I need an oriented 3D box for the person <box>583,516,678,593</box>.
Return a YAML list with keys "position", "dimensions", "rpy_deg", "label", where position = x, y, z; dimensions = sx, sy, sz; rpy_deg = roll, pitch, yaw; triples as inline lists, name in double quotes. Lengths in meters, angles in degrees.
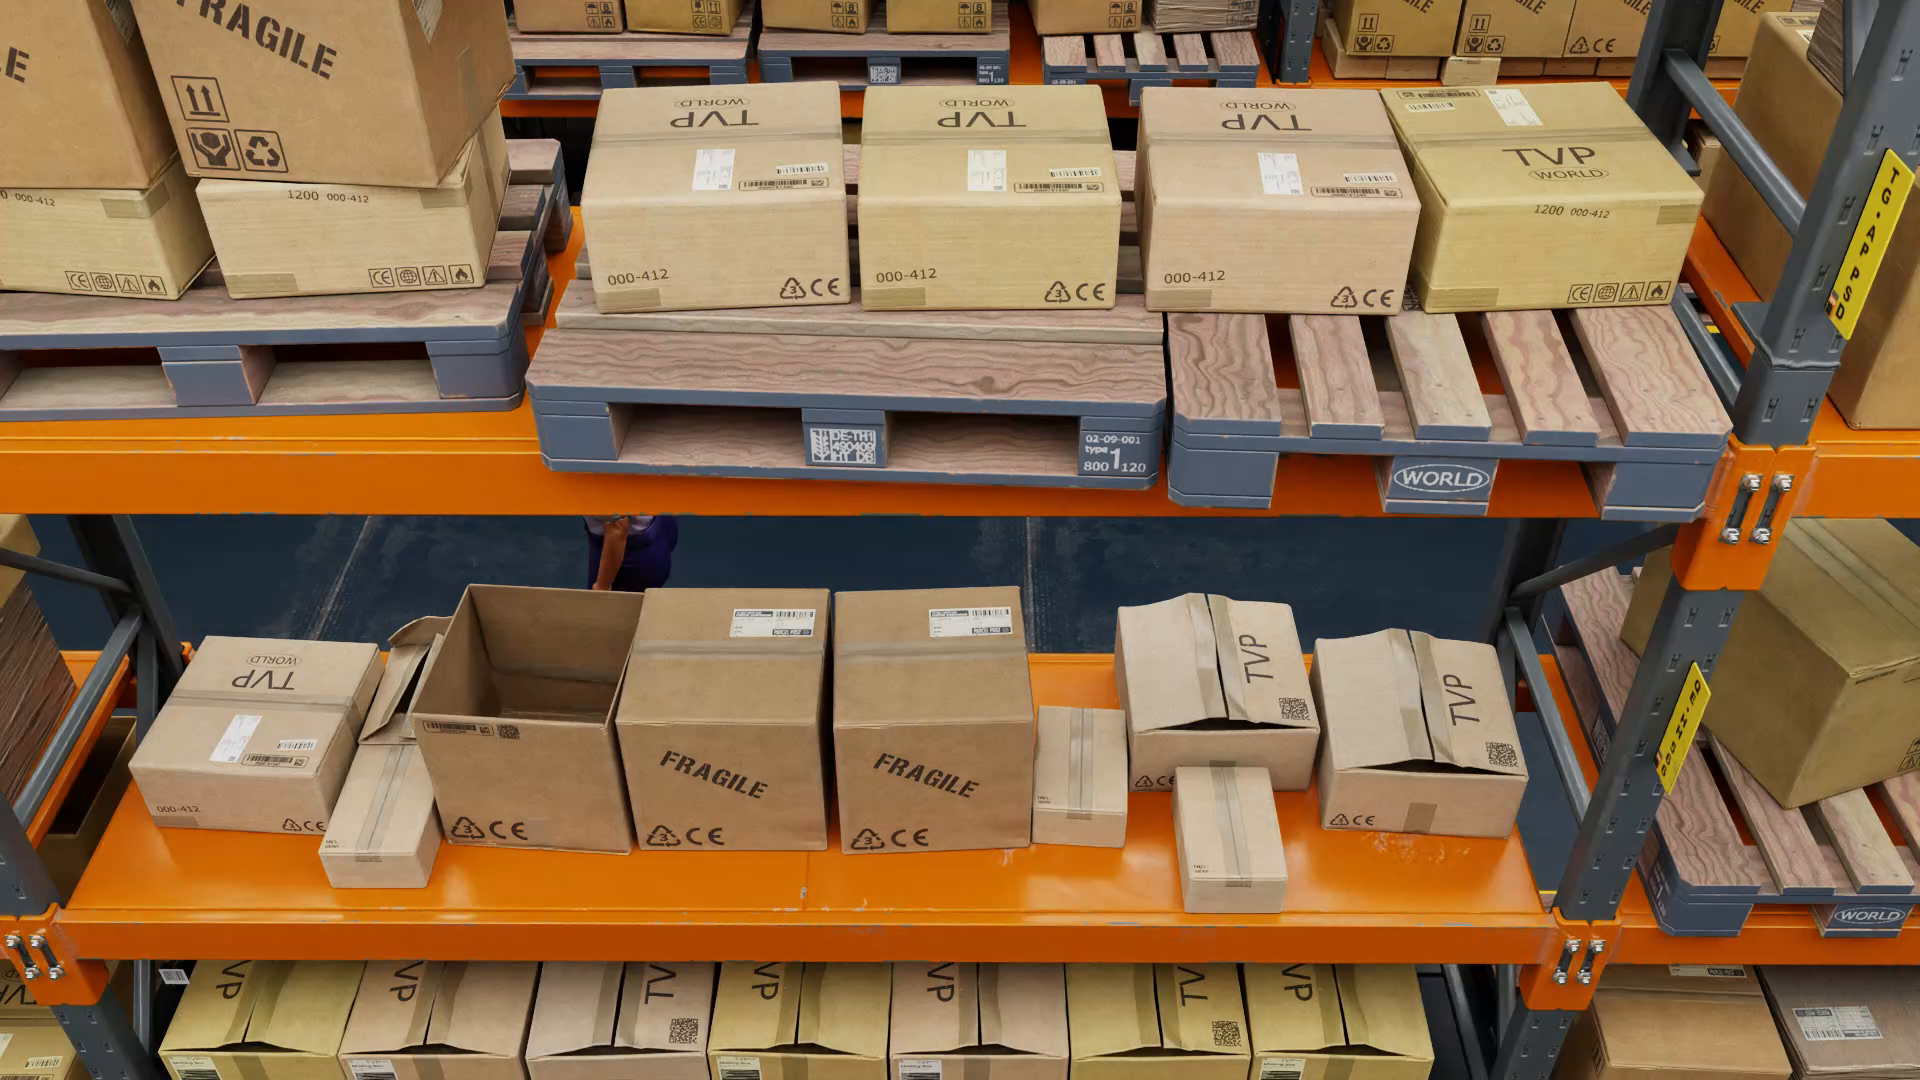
- position: [-1.272, 0.024, 6.144]
  dimensions: [0.391, 1.638, 0.538]
  rpy_deg: [0, 40, 0]
  label: "person"
